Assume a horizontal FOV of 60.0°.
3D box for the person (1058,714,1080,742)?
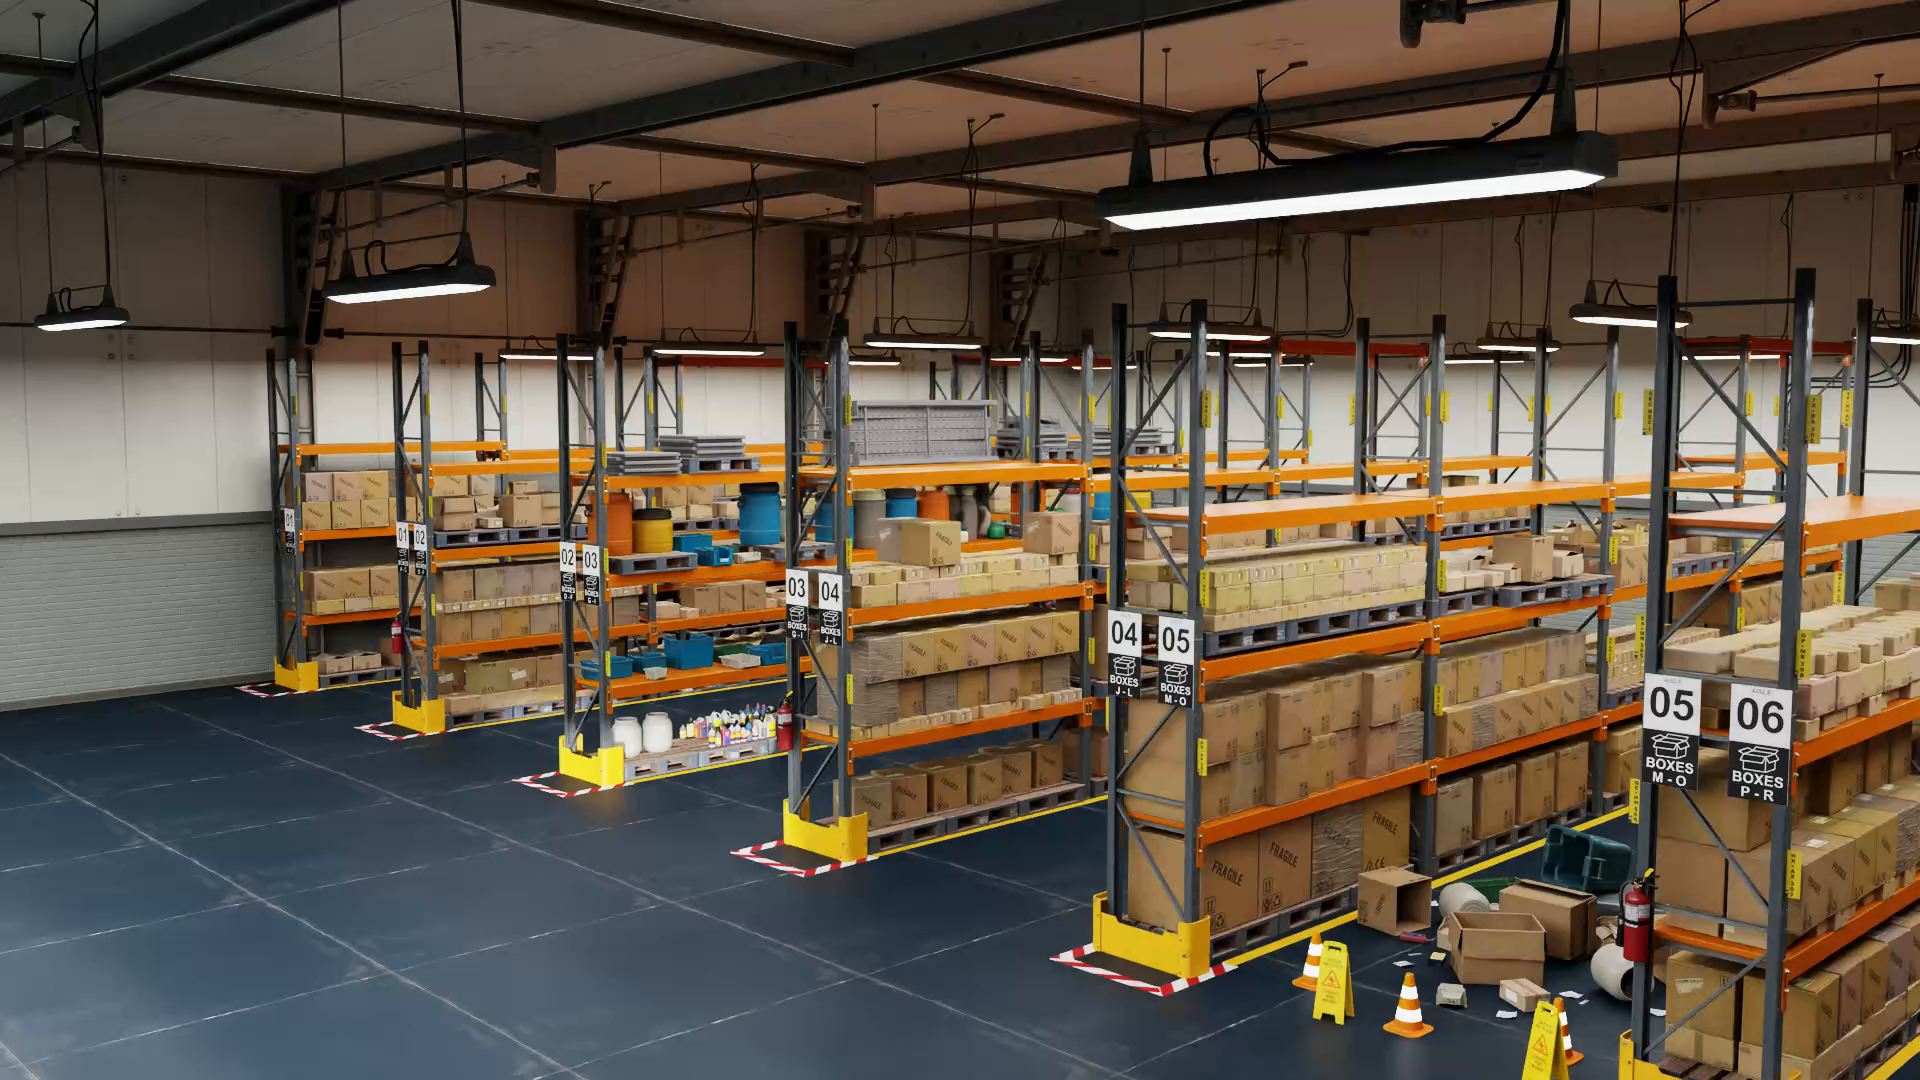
[{"bbox_3d":[1.562,2.221,24.036,0.889,1.750,0.579,-5,7,-44],"label":"person"}]
